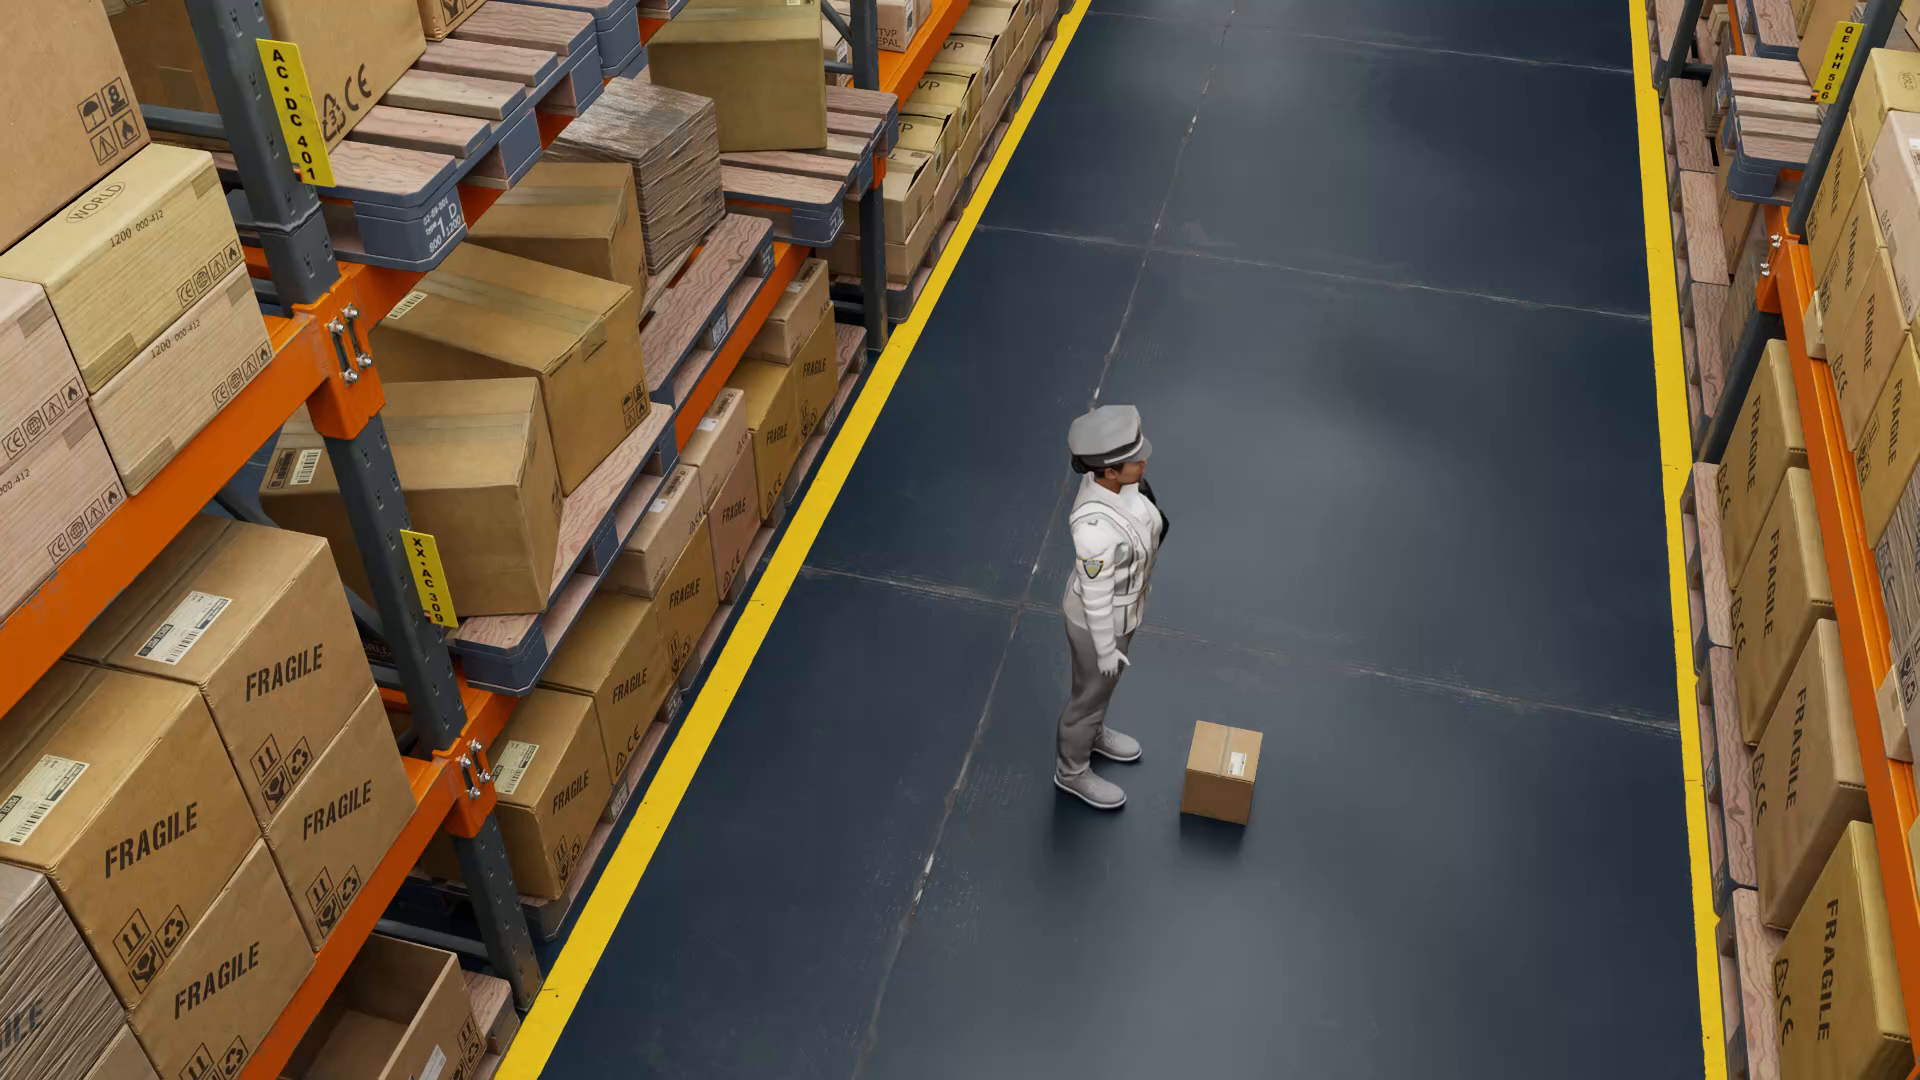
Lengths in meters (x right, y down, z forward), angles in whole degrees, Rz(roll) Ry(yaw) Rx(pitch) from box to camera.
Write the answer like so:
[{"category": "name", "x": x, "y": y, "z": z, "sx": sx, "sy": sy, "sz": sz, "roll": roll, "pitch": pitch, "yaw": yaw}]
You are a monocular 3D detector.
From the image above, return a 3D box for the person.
[{"category": "person", "x": 0.519, "y": 0.241, "z": 5.859, "sx": 0.342, "sy": 1.690, "sz": 0.479, "roll": 11, "pitch": 42, "yaw": 12}]
